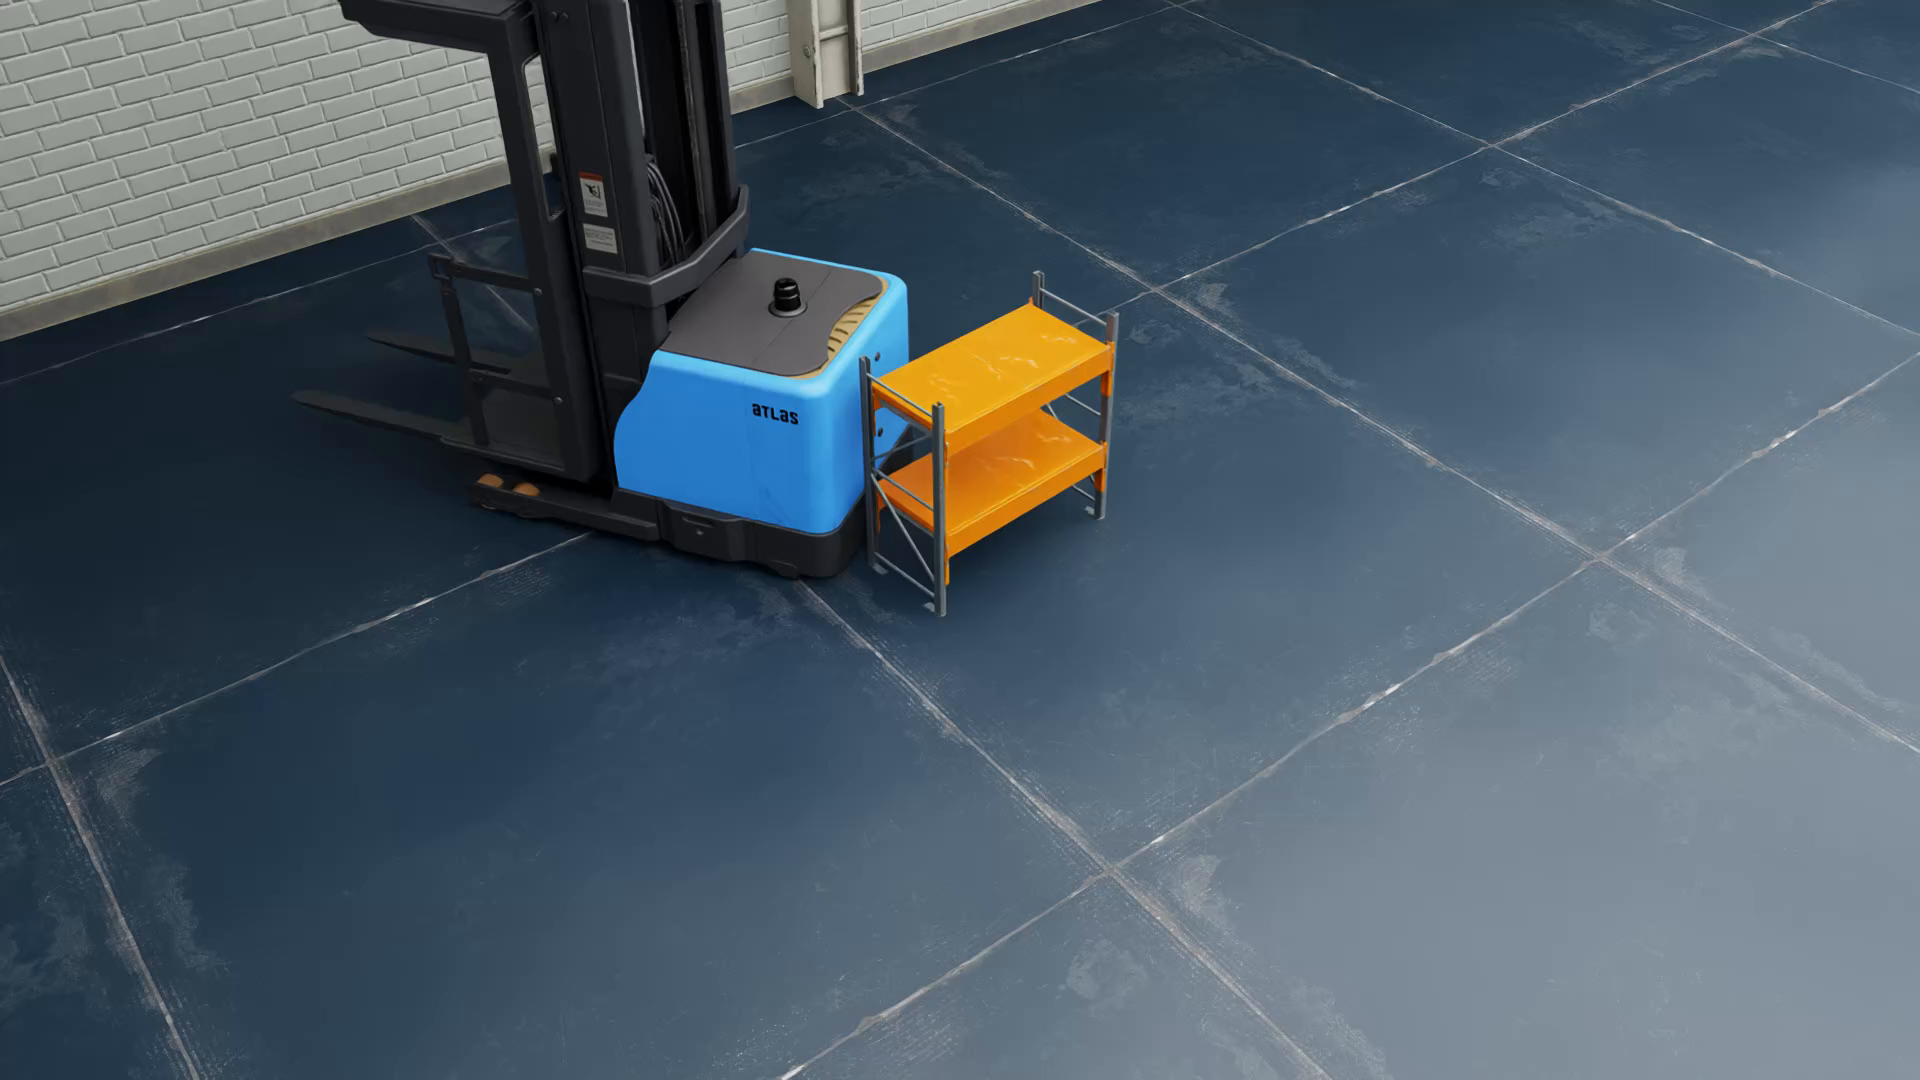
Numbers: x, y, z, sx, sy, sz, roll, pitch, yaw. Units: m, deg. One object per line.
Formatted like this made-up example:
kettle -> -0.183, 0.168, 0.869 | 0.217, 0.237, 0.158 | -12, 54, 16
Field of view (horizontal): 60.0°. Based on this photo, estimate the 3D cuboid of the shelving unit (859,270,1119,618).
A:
shelving unit -> 0.132, -0.432, 7.390 | 1.048, 1.125, 0.538 | -30, 48, -32

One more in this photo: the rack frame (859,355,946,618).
rack frame -> -0.241, -0.214, 7.123 | 0.032, 1.125, 0.500 | -30, 48, -32

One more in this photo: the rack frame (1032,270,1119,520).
rack frame -> 0.506, -0.651, 7.657 | 0.032, 1.125, 0.500 | -30, 48, -32

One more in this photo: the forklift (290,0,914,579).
forklift -> -1.797, -1.536, 7.311 | 3.031, 2.935, 1.130 | 13, 41, 16

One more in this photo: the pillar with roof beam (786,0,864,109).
pillar with roof beam -> 1.712, -4.406, 6.026 | 0.400, 9.000, 9.100 | -26, 46, -28

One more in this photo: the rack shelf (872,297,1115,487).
rack shelf -> 0.132, -0.659, 7.204 | 1.000, 0.278, 0.538 | -30, 48, -32

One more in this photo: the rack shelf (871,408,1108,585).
rack shelf -> 0.132, -0.243, 7.545 | 1.000, 0.278, 0.538 | -30, 48, -32
